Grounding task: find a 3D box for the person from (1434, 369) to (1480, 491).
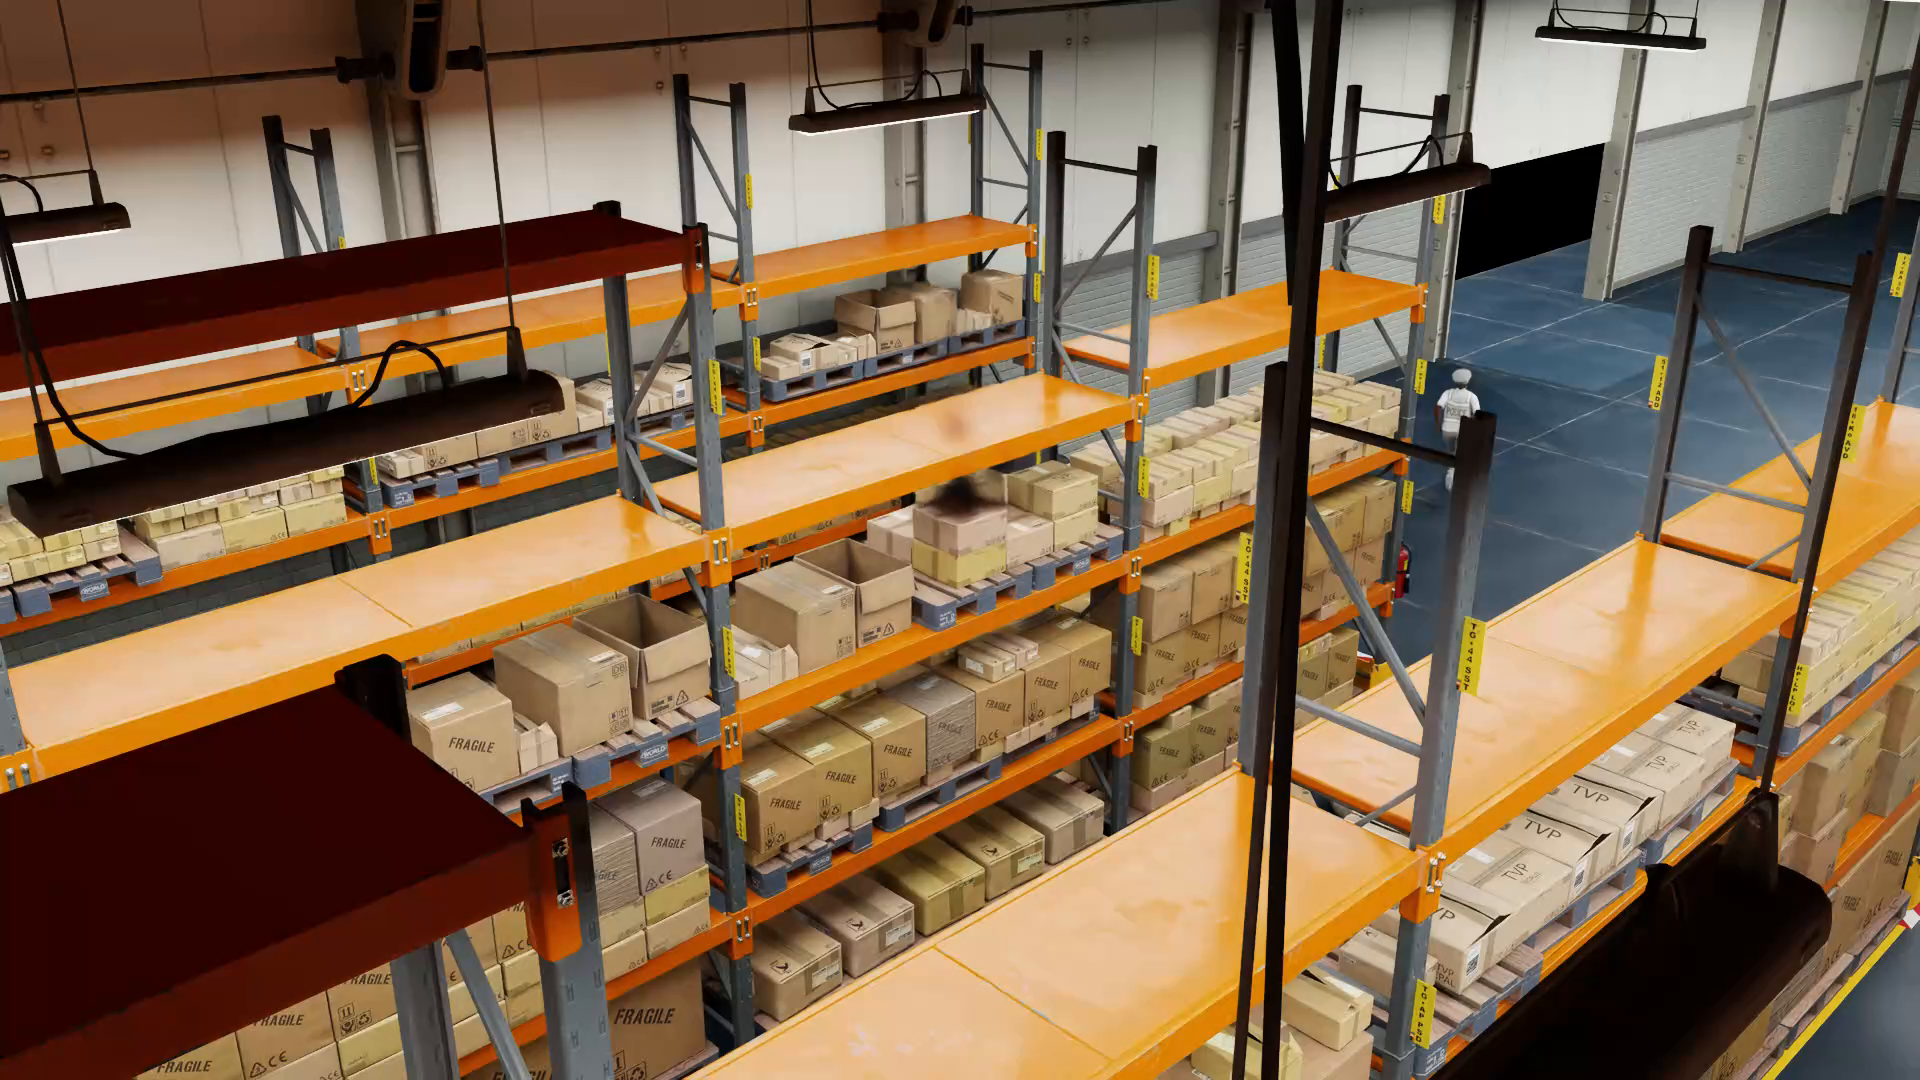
[{"bbox_3d":[6.601,-1.424,22.147,0.599,1.687,0.876,10,25,23],"label":"person"}]
